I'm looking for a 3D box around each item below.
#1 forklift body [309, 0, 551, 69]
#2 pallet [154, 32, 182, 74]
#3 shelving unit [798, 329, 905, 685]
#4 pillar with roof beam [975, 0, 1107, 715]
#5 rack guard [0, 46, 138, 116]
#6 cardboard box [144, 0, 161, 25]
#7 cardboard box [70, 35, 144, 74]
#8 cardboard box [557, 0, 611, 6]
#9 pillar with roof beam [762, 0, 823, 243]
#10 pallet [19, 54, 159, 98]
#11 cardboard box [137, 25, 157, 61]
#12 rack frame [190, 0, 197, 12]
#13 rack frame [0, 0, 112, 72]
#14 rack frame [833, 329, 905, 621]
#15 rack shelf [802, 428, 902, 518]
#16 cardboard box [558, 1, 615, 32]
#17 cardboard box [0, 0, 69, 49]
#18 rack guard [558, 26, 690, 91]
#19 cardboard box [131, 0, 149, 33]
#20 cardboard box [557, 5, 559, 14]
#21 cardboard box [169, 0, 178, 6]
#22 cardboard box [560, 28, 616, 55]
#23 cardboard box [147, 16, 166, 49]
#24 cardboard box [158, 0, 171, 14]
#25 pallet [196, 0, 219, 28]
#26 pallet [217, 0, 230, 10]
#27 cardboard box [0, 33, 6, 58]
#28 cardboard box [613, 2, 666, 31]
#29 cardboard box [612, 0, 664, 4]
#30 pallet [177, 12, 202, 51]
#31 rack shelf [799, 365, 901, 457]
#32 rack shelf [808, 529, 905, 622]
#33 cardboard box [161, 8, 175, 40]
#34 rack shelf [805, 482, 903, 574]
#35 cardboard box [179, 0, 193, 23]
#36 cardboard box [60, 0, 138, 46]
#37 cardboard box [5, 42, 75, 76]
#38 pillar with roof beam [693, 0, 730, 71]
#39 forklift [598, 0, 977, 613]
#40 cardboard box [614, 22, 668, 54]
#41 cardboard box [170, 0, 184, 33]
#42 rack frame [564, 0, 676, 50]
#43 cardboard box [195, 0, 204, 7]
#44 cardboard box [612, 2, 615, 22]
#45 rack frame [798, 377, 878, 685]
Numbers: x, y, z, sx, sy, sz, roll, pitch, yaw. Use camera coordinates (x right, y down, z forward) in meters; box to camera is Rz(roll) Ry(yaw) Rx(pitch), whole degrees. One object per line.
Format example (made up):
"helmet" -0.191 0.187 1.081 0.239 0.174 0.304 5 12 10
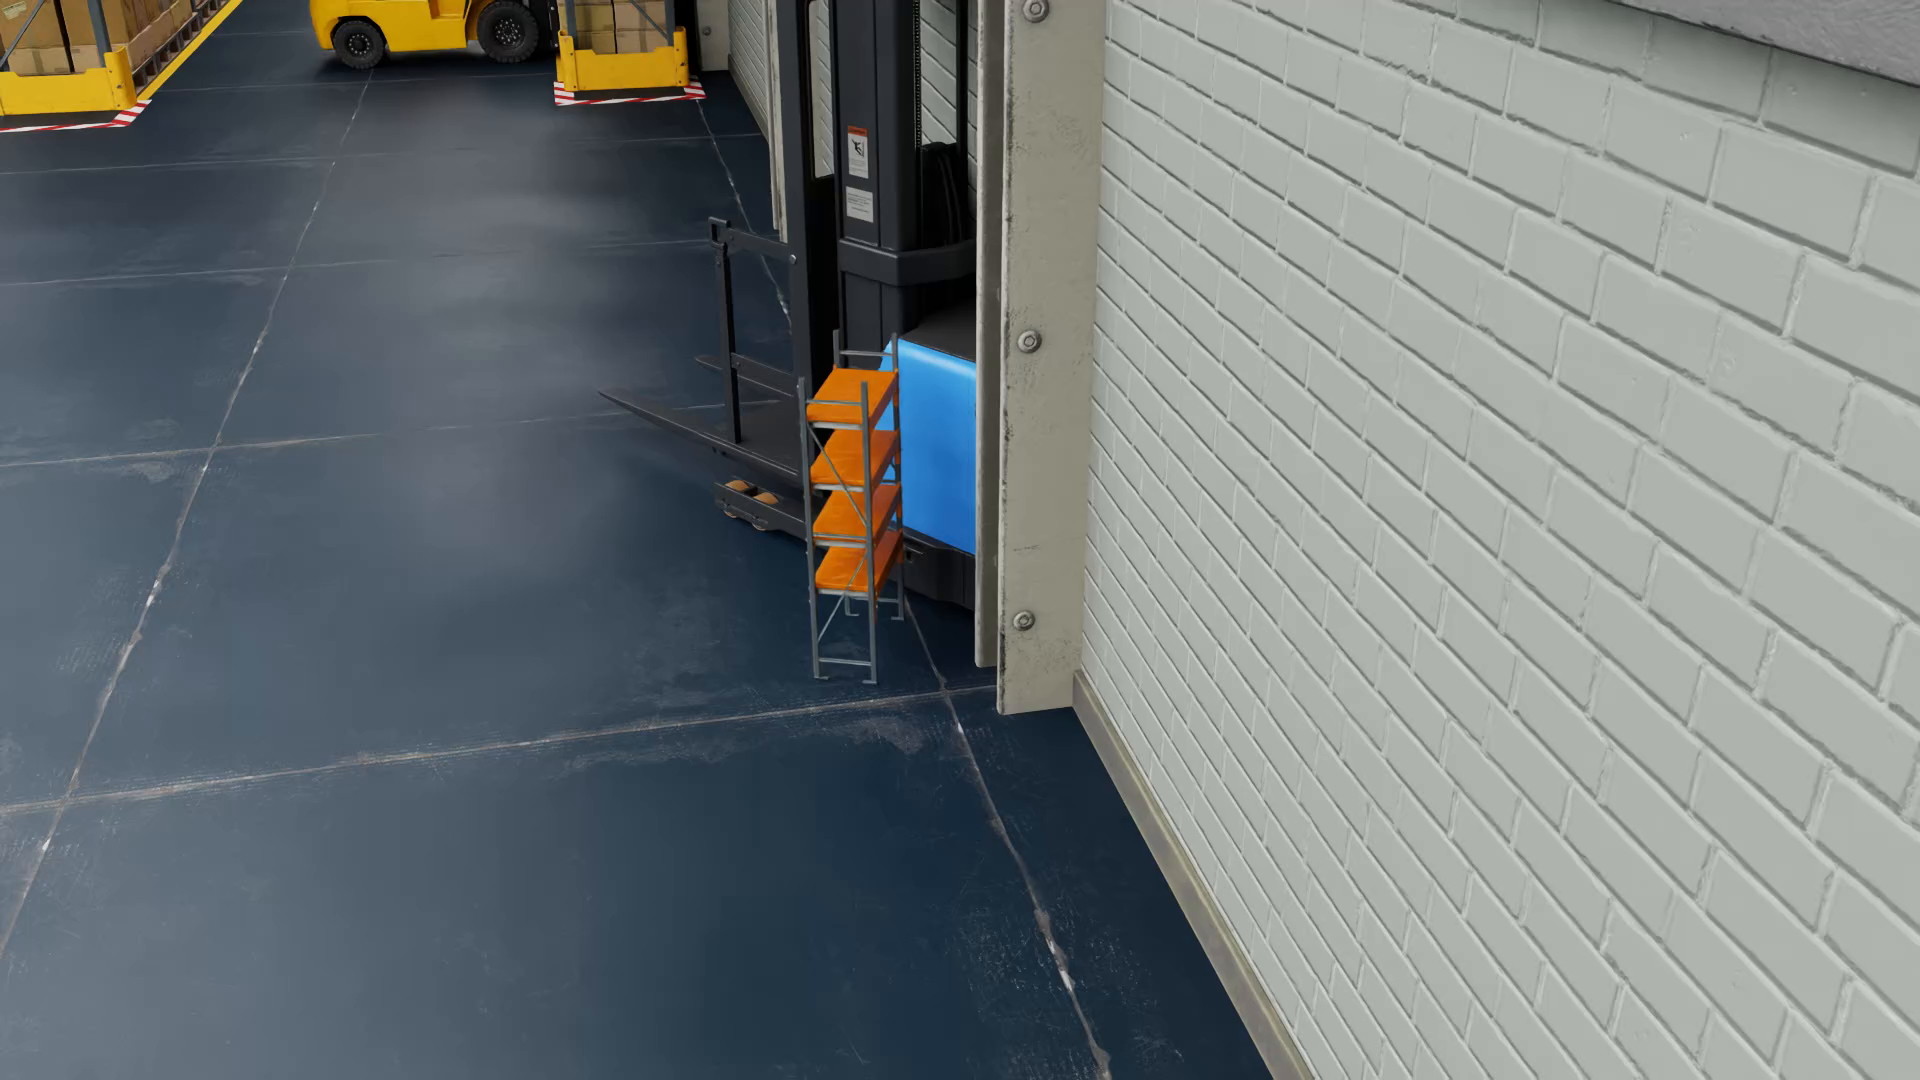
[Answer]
"forklift body" -5.380 -5.949 16.650 2.313 2.155 1.214 -6 27 -12
"pallet" -8.448 -4.859 16.642 1.003 0.211 1.213 -6 27 -12
"shelving unit" -0.386 -0.119 6.152 0.258 1.200 0.503 4 27 9
"pillar with roof beam" -3.944 -3.051 3.308 9.100 9.000 0.400 -6 27 -12
"rack guard" -8.028 -4.093 14.804 1.175 0.500 0.348 -6 27 -12
"cardboard box" -8.156 -5.313 16.200 0.500 0.500 0.500 -5 27 -11
"cardboard box" -7.923 -4.517 15.457 0.500 0.250 0.500 -6 27 -12
"cardboard box" -3.583 -5.258 15.814 0.500 0.250 0.500 -5 27 -10
"pillar with roof beam" -5.296 -5.685 8.527 9.100 9.000 0.400 -6 27 -12
"pallet" -8.176 -4.324 15.583 1.003 0.211 1.213 -6 27 -12
"cardboard box" -8.031 -4.742 15.902 0.500 0.250 0.500 -5 27 -10
"rack frame" -8.912 -6.931 17.654 1.000 3.000 0.127 -6 27 -12
"rack frame" -8.011 -5.175 14.175 1.000 3.000 0.127 -6 27 -12
"rack frame" -0.343 -0.227 6.366 0.240 1.200 0.015 4 27 9
"rack shelf" -0.388 -0.259 6.082 0.258 0.148 0.480 4 27 9
"cardboard box" -3.590 -5.046 15.949 0.500 0.250 0.500 -6 27 -12
"cardboard box" -8.445 -4.795 15.175 0.500 0.500 0.500 -6 27 -11
"rack guard" -3.170 -4.555 15.719 1.175 0.500 0.348 -6 27 -12
"cardboard box" -8.051 -5.092 15.762 0.500 0.500 0.500 -7 28 -14
"cardboard box" -3.829 -5.492 16.832 0.500 0.250 0.500 -7 28 -13
"cardboard box" -8.401 -5.770 17.107 0.500 0.500 0.500 -5 27 -11
"cardboard box" -3.589 -4.815 16.046 0.500 0.250 0.500 -6 27 -11
"cardboard box" -8.166 -4.981 16.374 0.500 0.250 0.500 -4 27 -8
"cardboard box" -8.285 -5.547 16.663 0.500 0.500 0.500 -5 27 -9
"pallet" -9.089 -6.028 18.959 1.003 0.211 1.213 -6 27 -12
"pallet" -9.367 -6.565 20.022 1.003 0.211 1.213 -6 27 -12
"cardboard box" -9.996 -5.208 17.011 0.500 0.500 0.500 13 30 24
"cardboard box" -3.079 -5.092 16.039 0.500 0.250 0.500 -5 27 -11
"cardboard box" -3.099 -5.318 15.932 0.500 0.250 0.500 -6 27 -12
"pallet" -8.726 -5.395 17.705 1.003 0.211 1.213 -6 27 -12
"rack shelf" -0.389 -0.470 5.975 0.258 0.148 0.480 4 27 9
"rack shelf" -0.385 0.119 6.271 0.258 0.148 0.480 4 27 9
"cardboard box" -8.277 -5.203 16.814 0.500 0.250 0.500 -6 27 -11
"rack shelf" -0.386 -0.059 6.182 0.258 0.148 0.480 4 27 9
"cardboard box" -8.517 -5.659 17.718 0.500 0.250 0.500 -5 27 -9
"cardboard box" -7.929 -4.863 15.308 0.500 0.500 0.500 -7 28 -13
"cardboard box" -8.460 -4.473 15.369 0.500 0.250 0.500 -6 27 -12
"pillar with roof beam" -6.649 -8.319 13.745 9.100 9.000 0.400 -6 27 -12
"forklift" -0.460 -1.501 6.971 3.031 2.935 1.130 23 35 37
"cardboard box" -3.096 -4.876 16.168 0.500 0.250 0.500 -6 27 -11
"cardboard box" -8.387 -5.426 17.257 0.500 0.250 0.500 -7 28 -13
"rack frame" -3.176 -5.681 15.176 1.000 3.000 0.127 -6 27 -12
"cardboard box" -9.033 -6.176 18.607 0.950 0.372 0.625 -6 27 -11
"cardboard box" -3.203 -5.311 16.474 0.500 0.250 0.500 -6 27 -12
"rack frame" -0.430 -0.011 5.937 0.240 1.200 0.015 4 27 9
